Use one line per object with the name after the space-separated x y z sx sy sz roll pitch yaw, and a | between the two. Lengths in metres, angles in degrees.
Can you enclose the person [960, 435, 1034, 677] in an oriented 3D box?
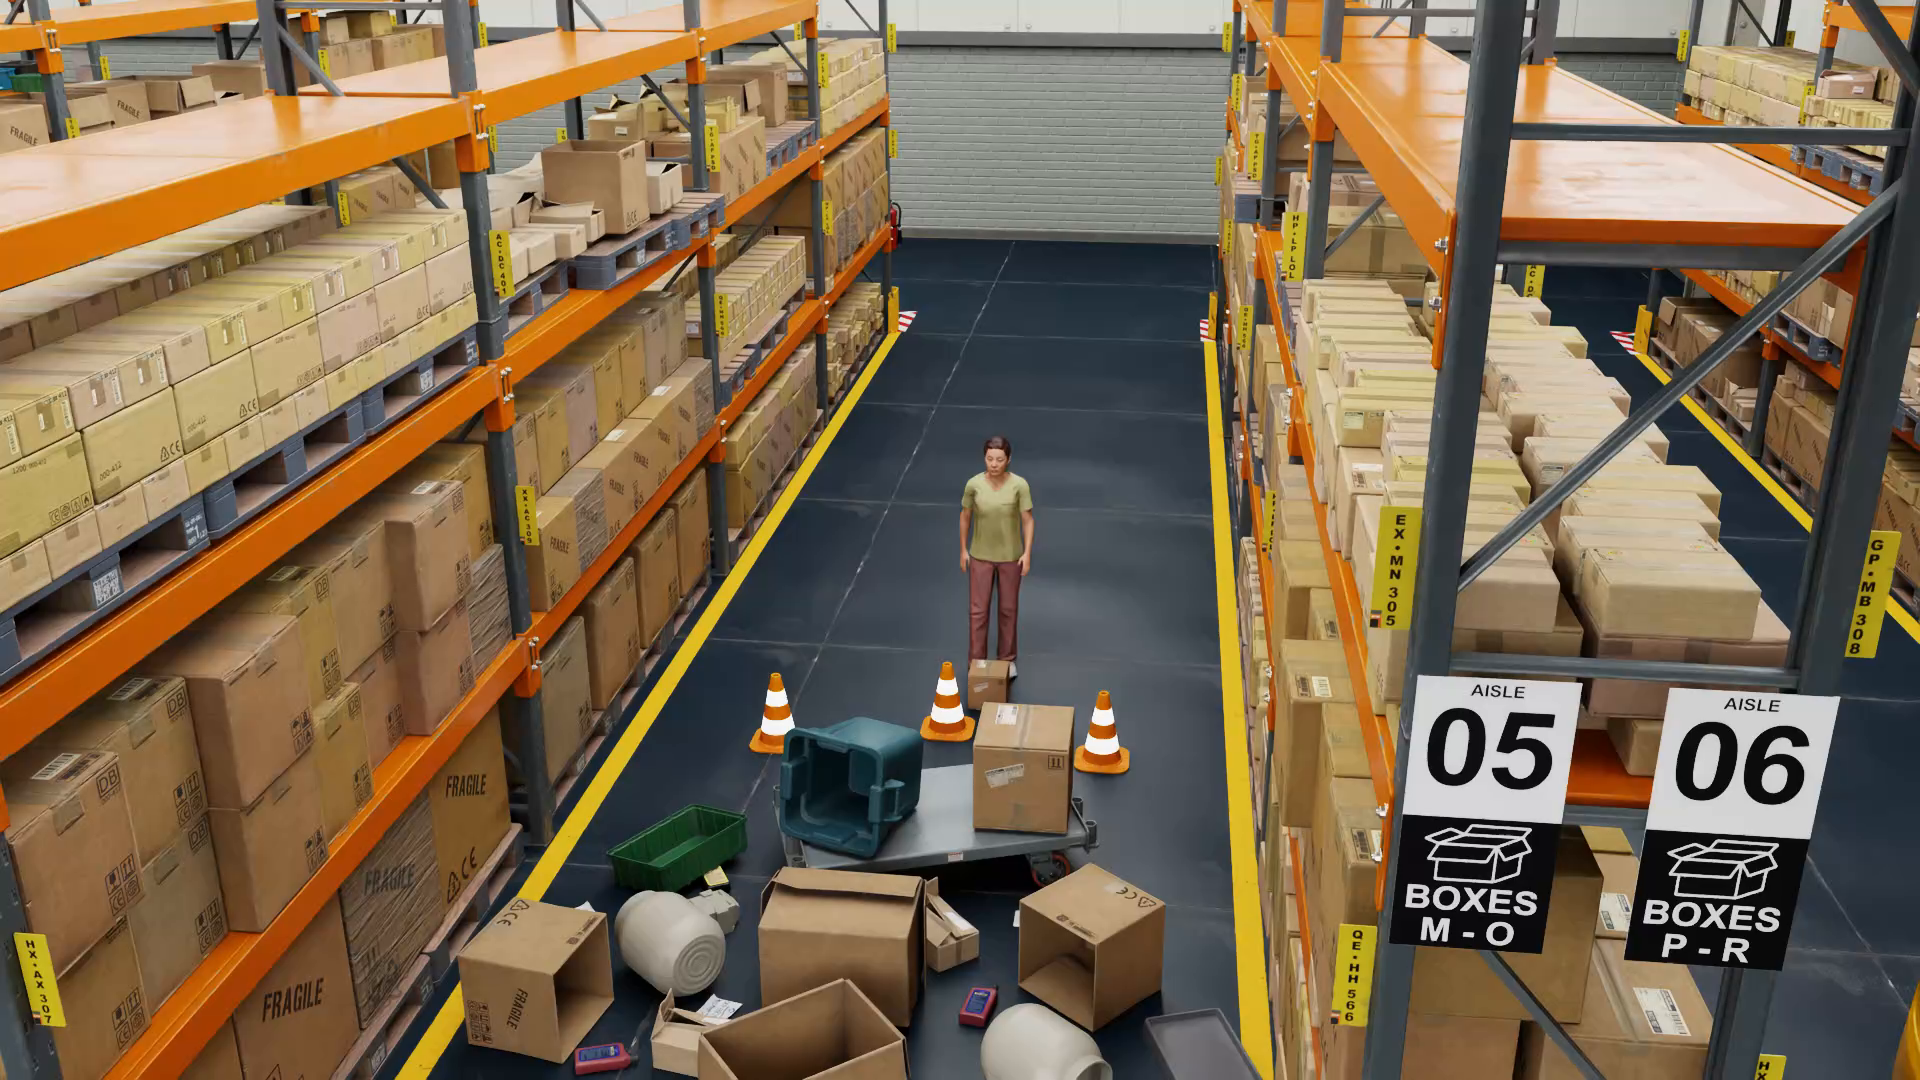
0.243 0.149 11.110 0.497 1.691 0.539 0 21 1 | person
